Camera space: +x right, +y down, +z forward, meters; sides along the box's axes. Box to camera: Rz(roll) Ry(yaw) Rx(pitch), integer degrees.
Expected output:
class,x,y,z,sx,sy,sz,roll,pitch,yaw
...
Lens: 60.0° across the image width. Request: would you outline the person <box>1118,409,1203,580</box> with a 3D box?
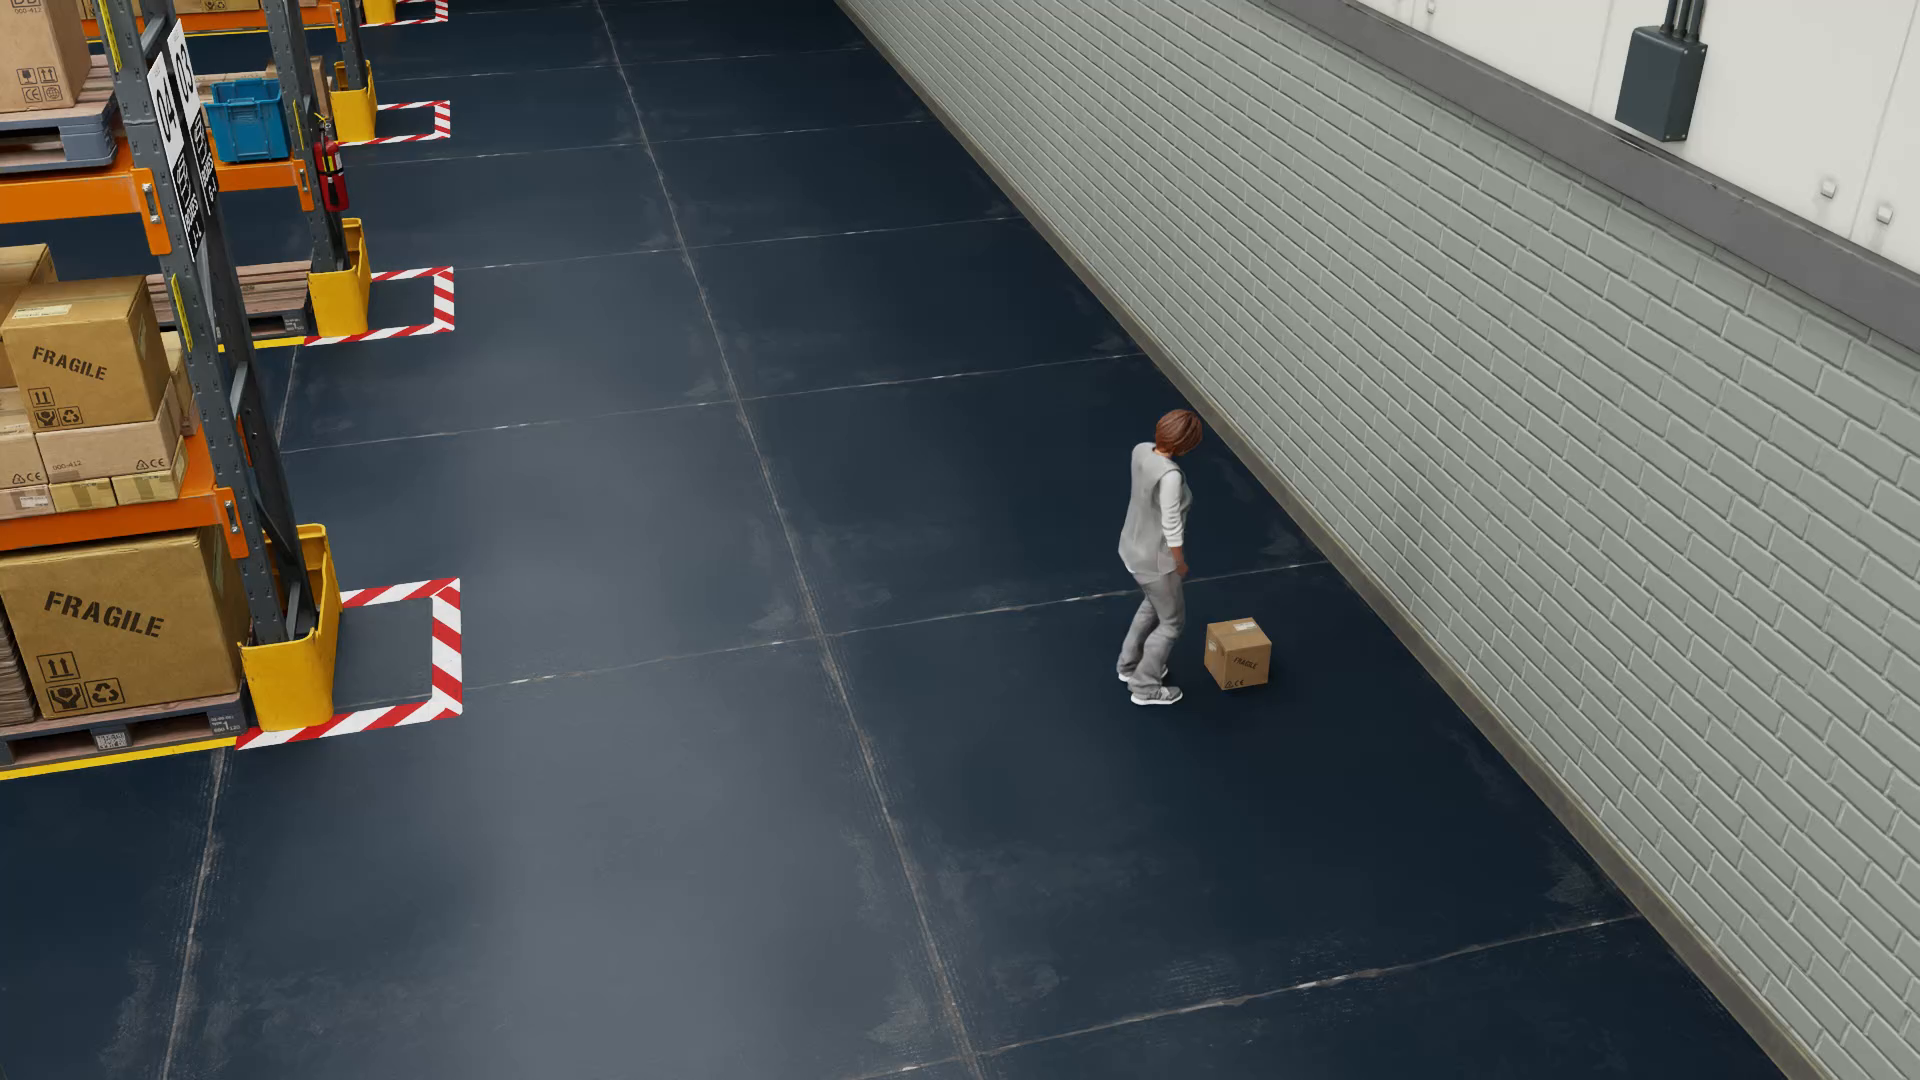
class,x,y,z,sx,sy,sz,roll,pitch,yaw
person,0.960,-0.154,8.008,0.368,0.746,0.423,-7,31,-12
